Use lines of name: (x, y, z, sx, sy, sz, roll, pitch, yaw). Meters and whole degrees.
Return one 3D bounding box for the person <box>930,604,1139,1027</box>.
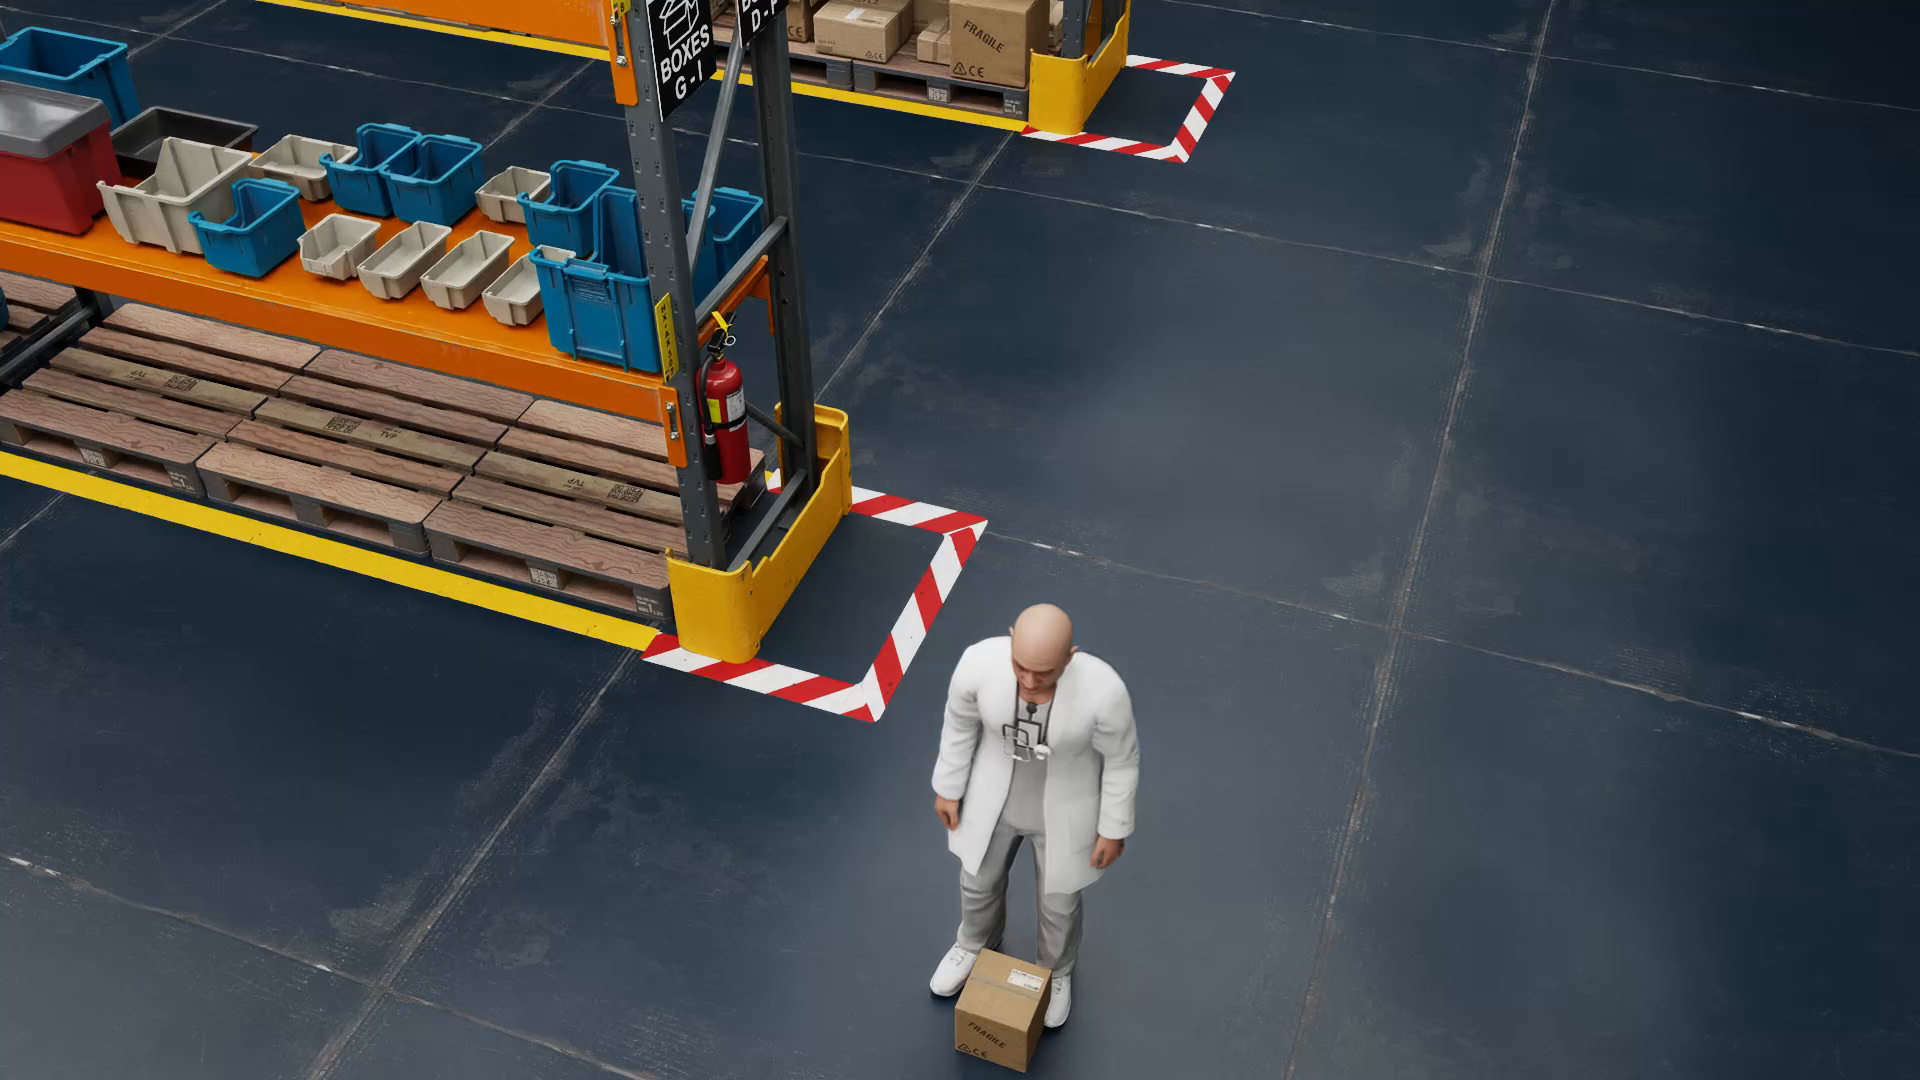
person: (0.228, 0.834, 5.209, 0.654, 1.774, 0.415, 13, 43, 14)
